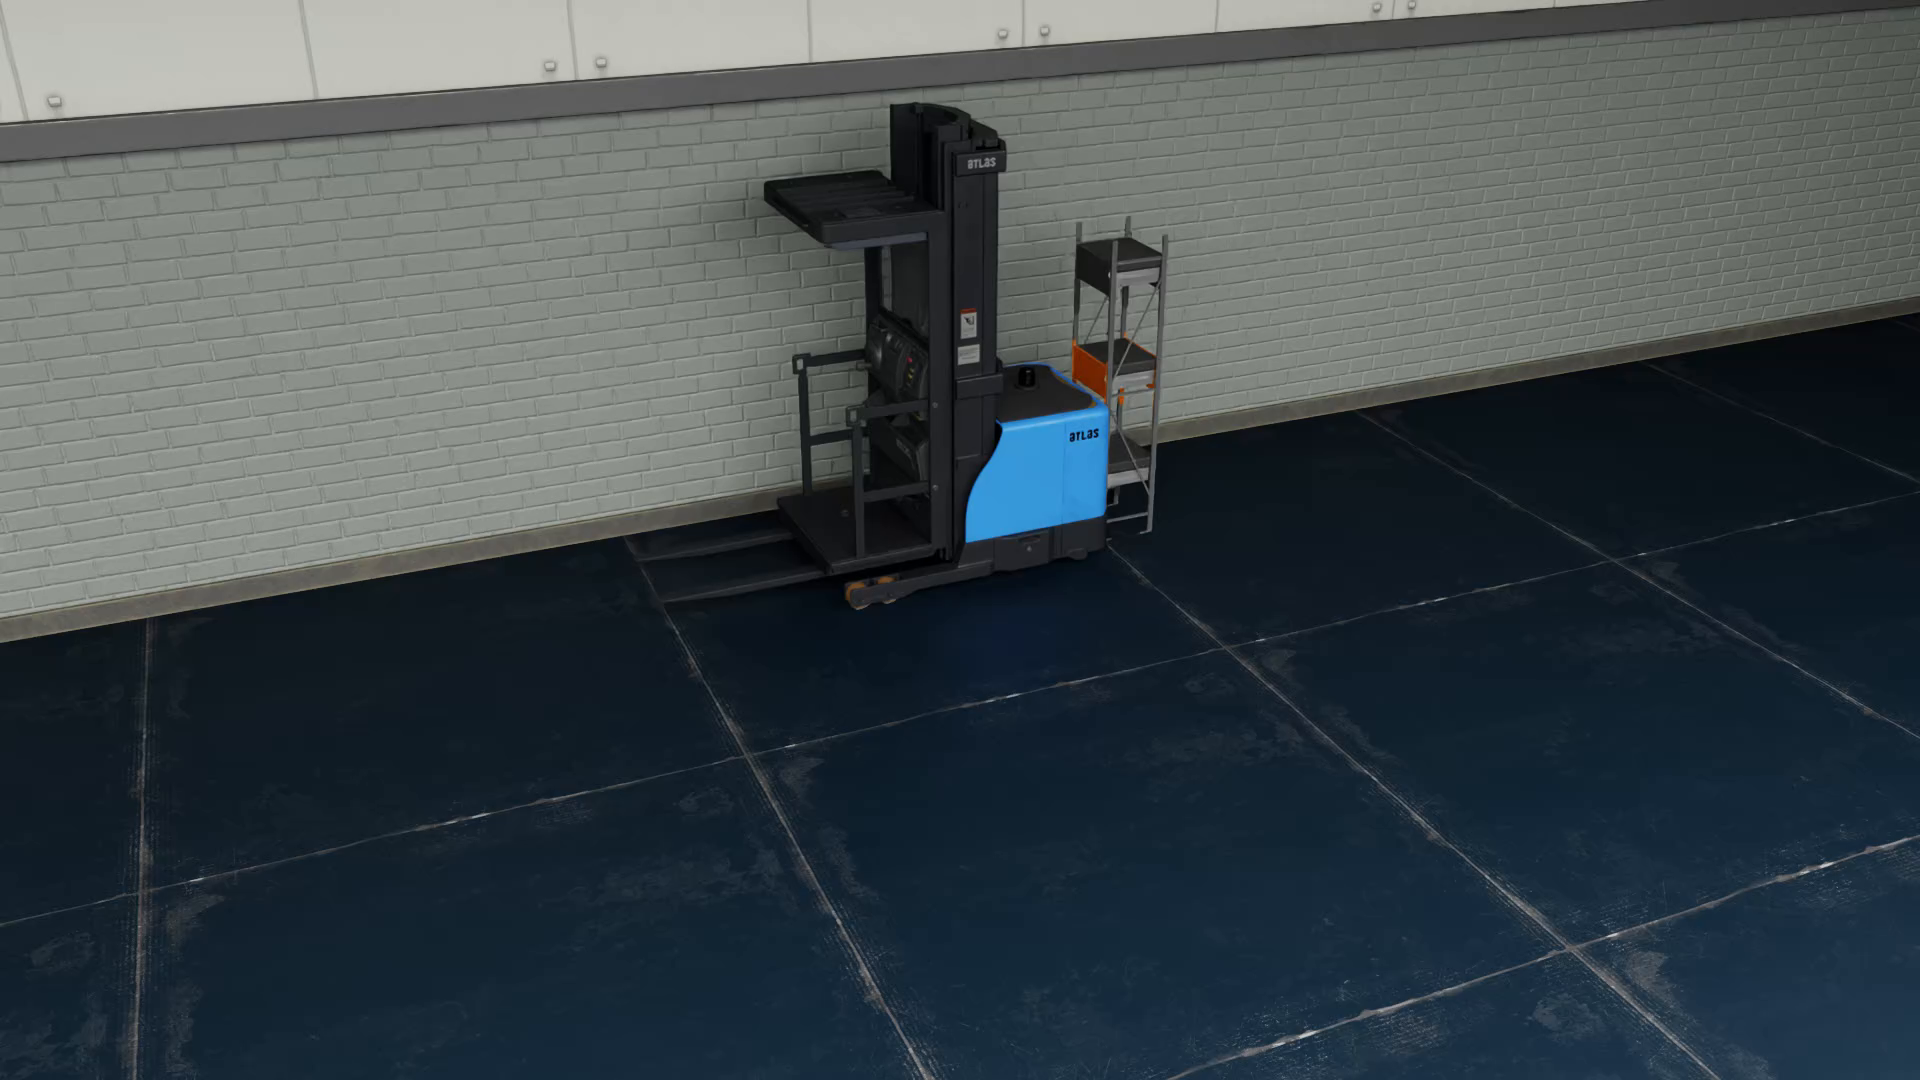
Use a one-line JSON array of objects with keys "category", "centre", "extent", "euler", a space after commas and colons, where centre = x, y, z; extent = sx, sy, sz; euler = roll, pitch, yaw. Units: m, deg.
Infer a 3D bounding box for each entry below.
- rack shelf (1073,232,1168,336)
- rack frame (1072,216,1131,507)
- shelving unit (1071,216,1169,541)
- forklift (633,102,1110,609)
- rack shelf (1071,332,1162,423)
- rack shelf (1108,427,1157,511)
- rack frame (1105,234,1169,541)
[{"category": "rack shelf", "centre": [1.045, -1.683, 10.886], "extent": [0.431, 0.518, 0.480], "euler": [-11, 28, -21]}, {"category": "rack frame", "centre": [0.946, -1.165, 11.388], "extent": [0.400, 2.100, 0.015], "euler": [-11, 28, -21]}, {"category": "shelving unit", "centre": [1.045, -1.067, 11.188], "extent": [0.431, 2.100, 0.503], "euler": [-11, 28, -21]}, {"category": "forklift", "centre": [-0.582, -1.144, 10.398], "extent": [3.031, 2.935, 1.130], "euler": [-11, 28, -21]}, {"category": "rack shelf", "centre": [1.045, -1.054, 11.194], "extent": [0.431, 0.518, 0.480], "euler": [-11, 28, -21]}, {"category": "rack shelf", "centre": [1.045, -0.425, 11.501], "extent": [0.431, 0.518, 0.480], "euler": [-11, 28, -21]}, {"category": "rack frame", "centre": [1.143, -0.969, 10.987], "extent": [0.400, 2.100, 0.015], "euler": [-11, 28, -21]}]
